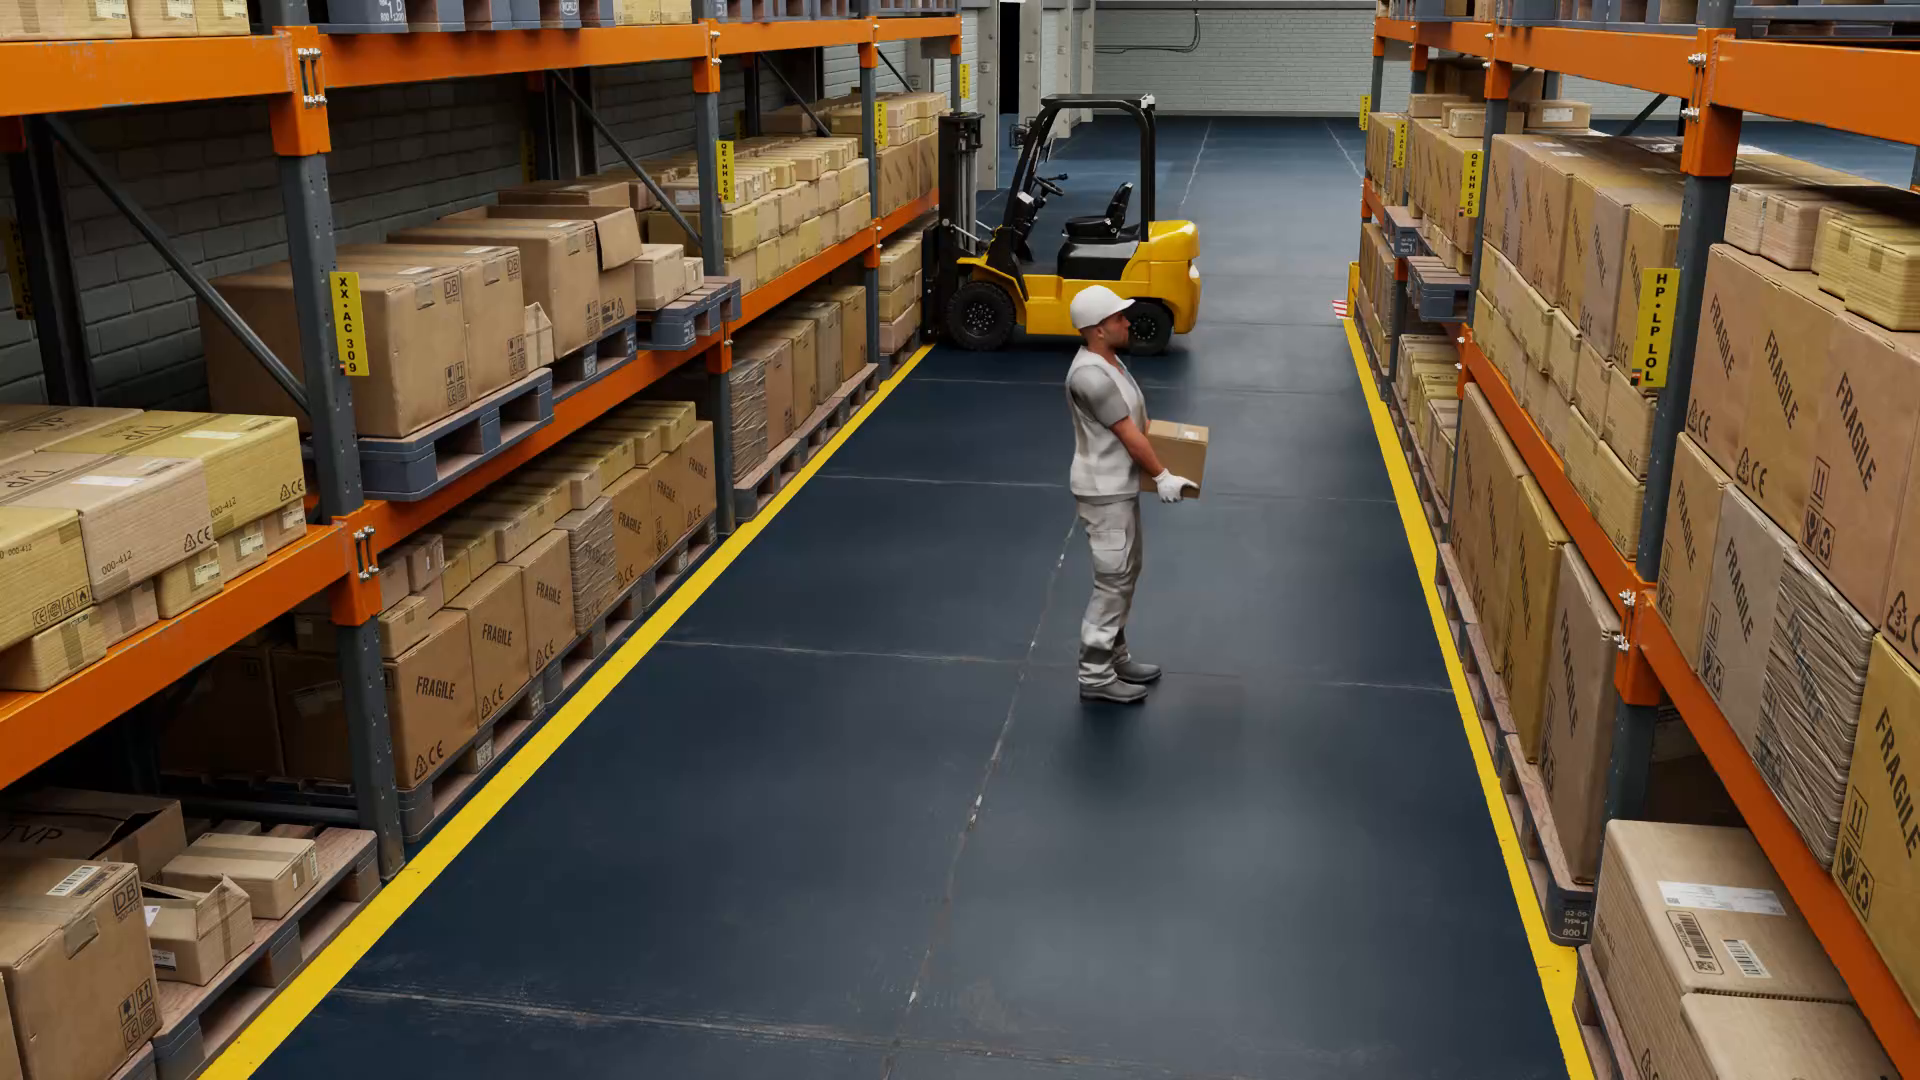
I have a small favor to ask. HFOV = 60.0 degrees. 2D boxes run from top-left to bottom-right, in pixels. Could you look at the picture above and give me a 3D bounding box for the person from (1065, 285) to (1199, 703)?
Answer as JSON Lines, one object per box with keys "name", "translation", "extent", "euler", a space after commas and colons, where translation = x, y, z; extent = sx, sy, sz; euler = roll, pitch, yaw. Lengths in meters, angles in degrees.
{"name": "person", "translation": [0.738, -0.196, 7.138], "extent": [0.573, 1.782, 0.494], "euler": [3, 18, 9]}
